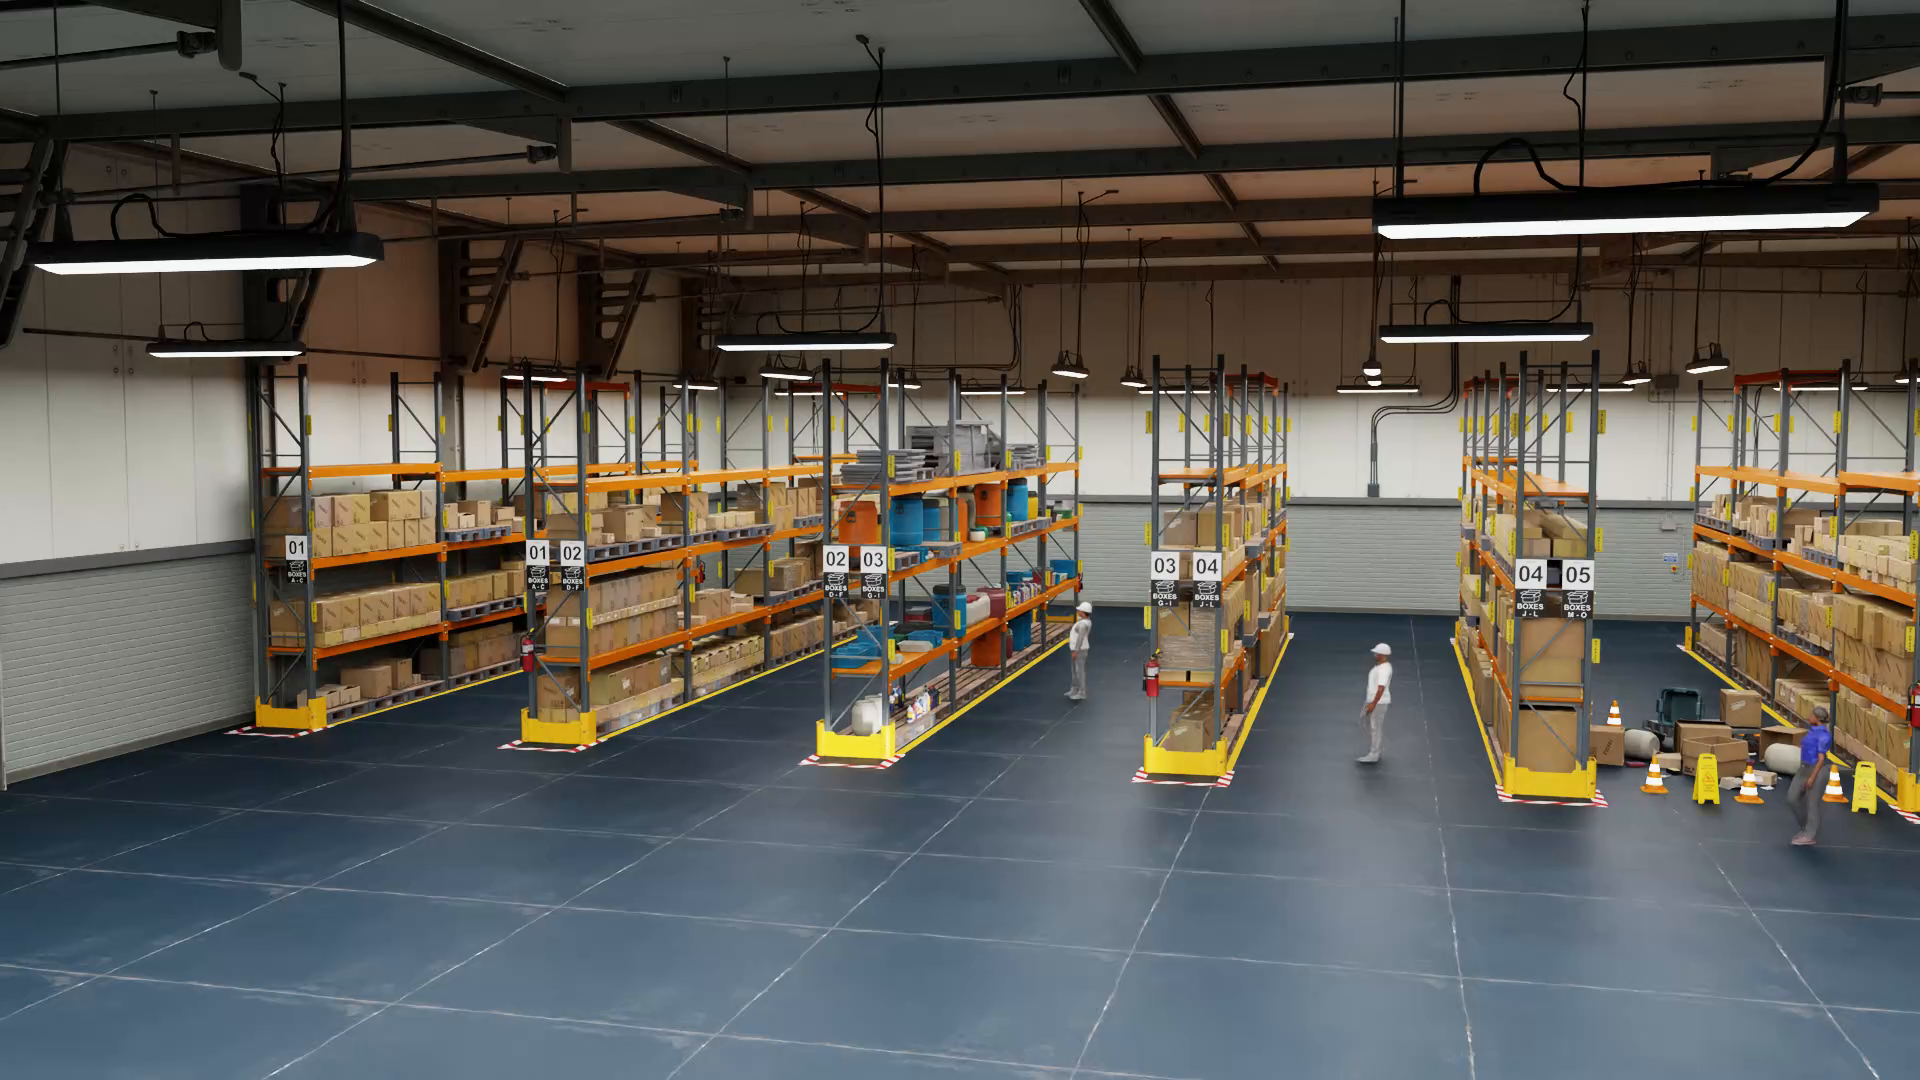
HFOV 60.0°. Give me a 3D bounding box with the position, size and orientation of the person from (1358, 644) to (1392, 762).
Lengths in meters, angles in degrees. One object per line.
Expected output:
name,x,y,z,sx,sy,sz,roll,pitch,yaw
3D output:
person,6.183,2.432,24.751,0.530,1.790,0.601,0,4,-6

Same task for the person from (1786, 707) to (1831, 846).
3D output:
person,10.130,2.833,19.850,0.419,1.675,0.483,-1,4,-9

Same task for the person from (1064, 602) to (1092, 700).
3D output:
person,2.168,2.008,30.381,0.498,1.754,0.601,0,4,-4
